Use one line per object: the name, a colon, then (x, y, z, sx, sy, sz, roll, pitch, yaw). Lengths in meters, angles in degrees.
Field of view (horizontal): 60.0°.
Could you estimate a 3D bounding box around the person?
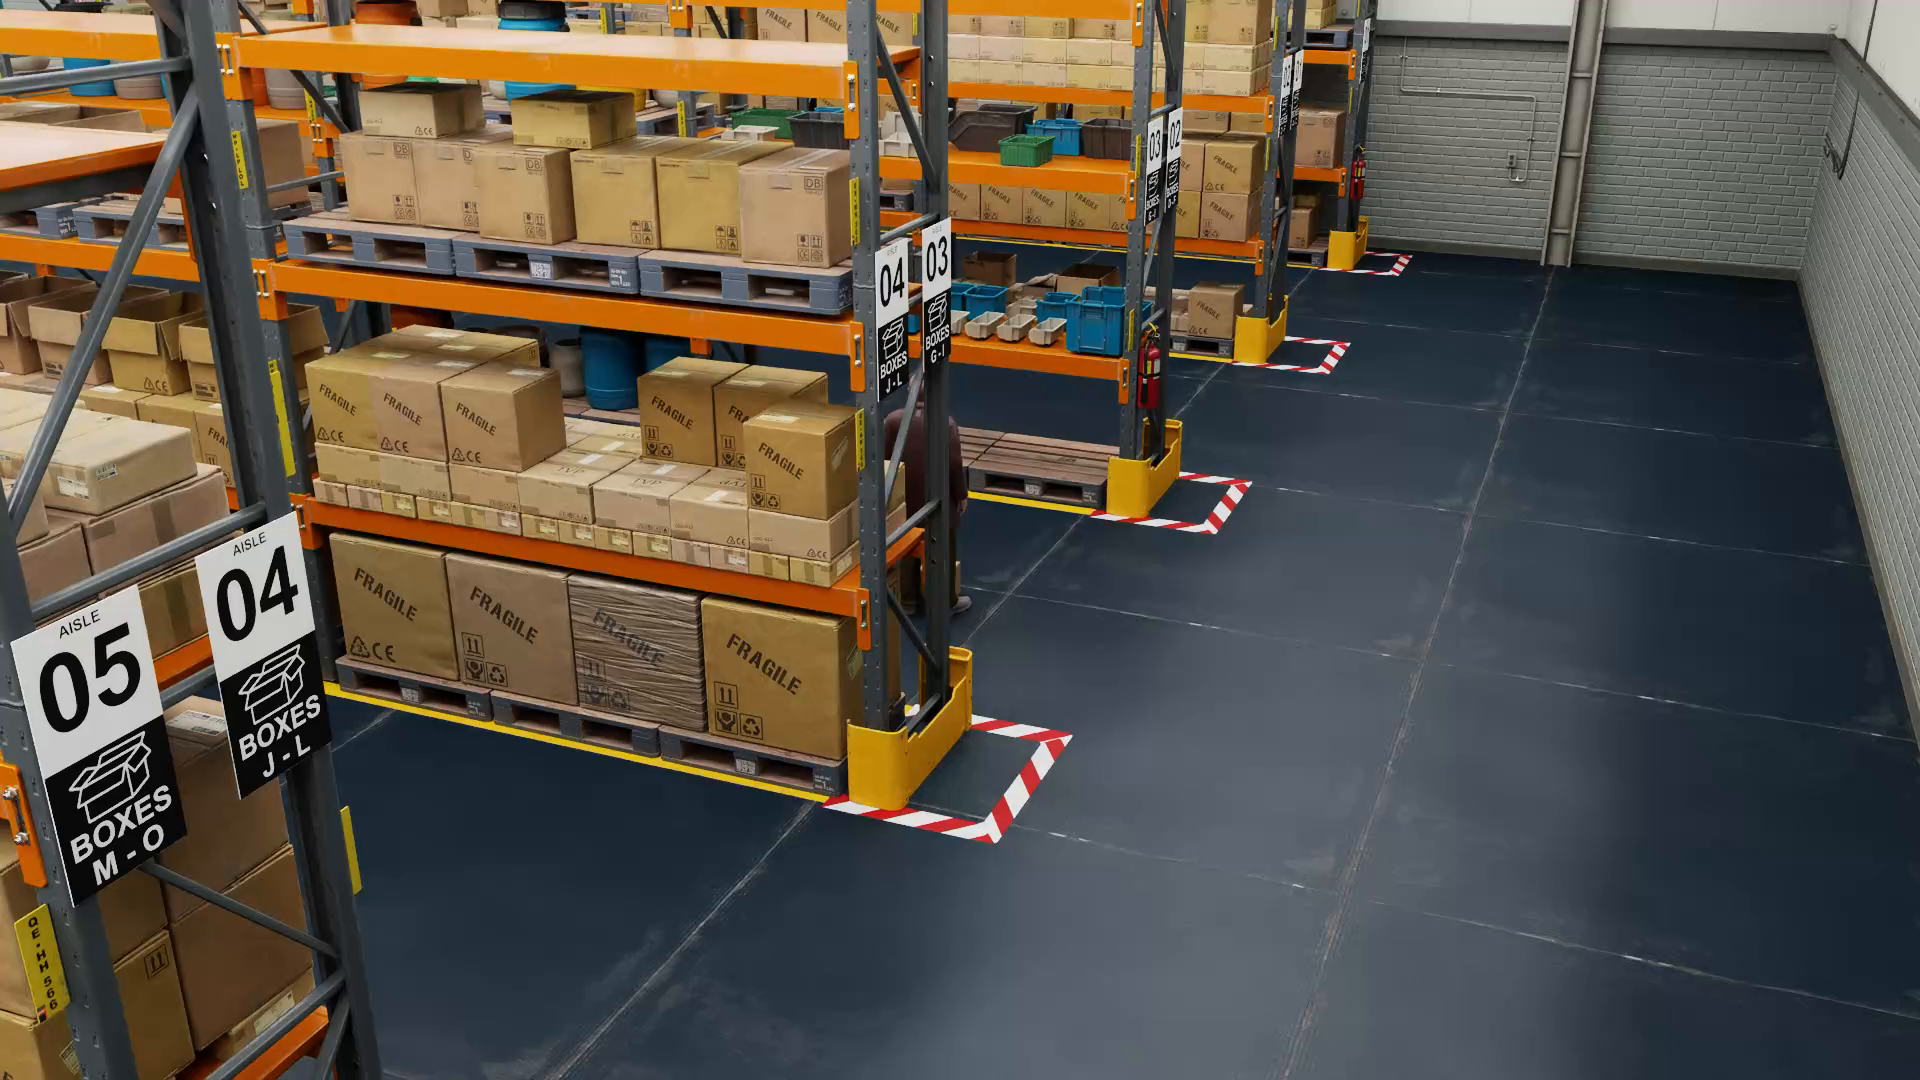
person: (-0.253, -0.317, 11.747, 0.656, 1.774, 0.417, 8, 23, 18)
